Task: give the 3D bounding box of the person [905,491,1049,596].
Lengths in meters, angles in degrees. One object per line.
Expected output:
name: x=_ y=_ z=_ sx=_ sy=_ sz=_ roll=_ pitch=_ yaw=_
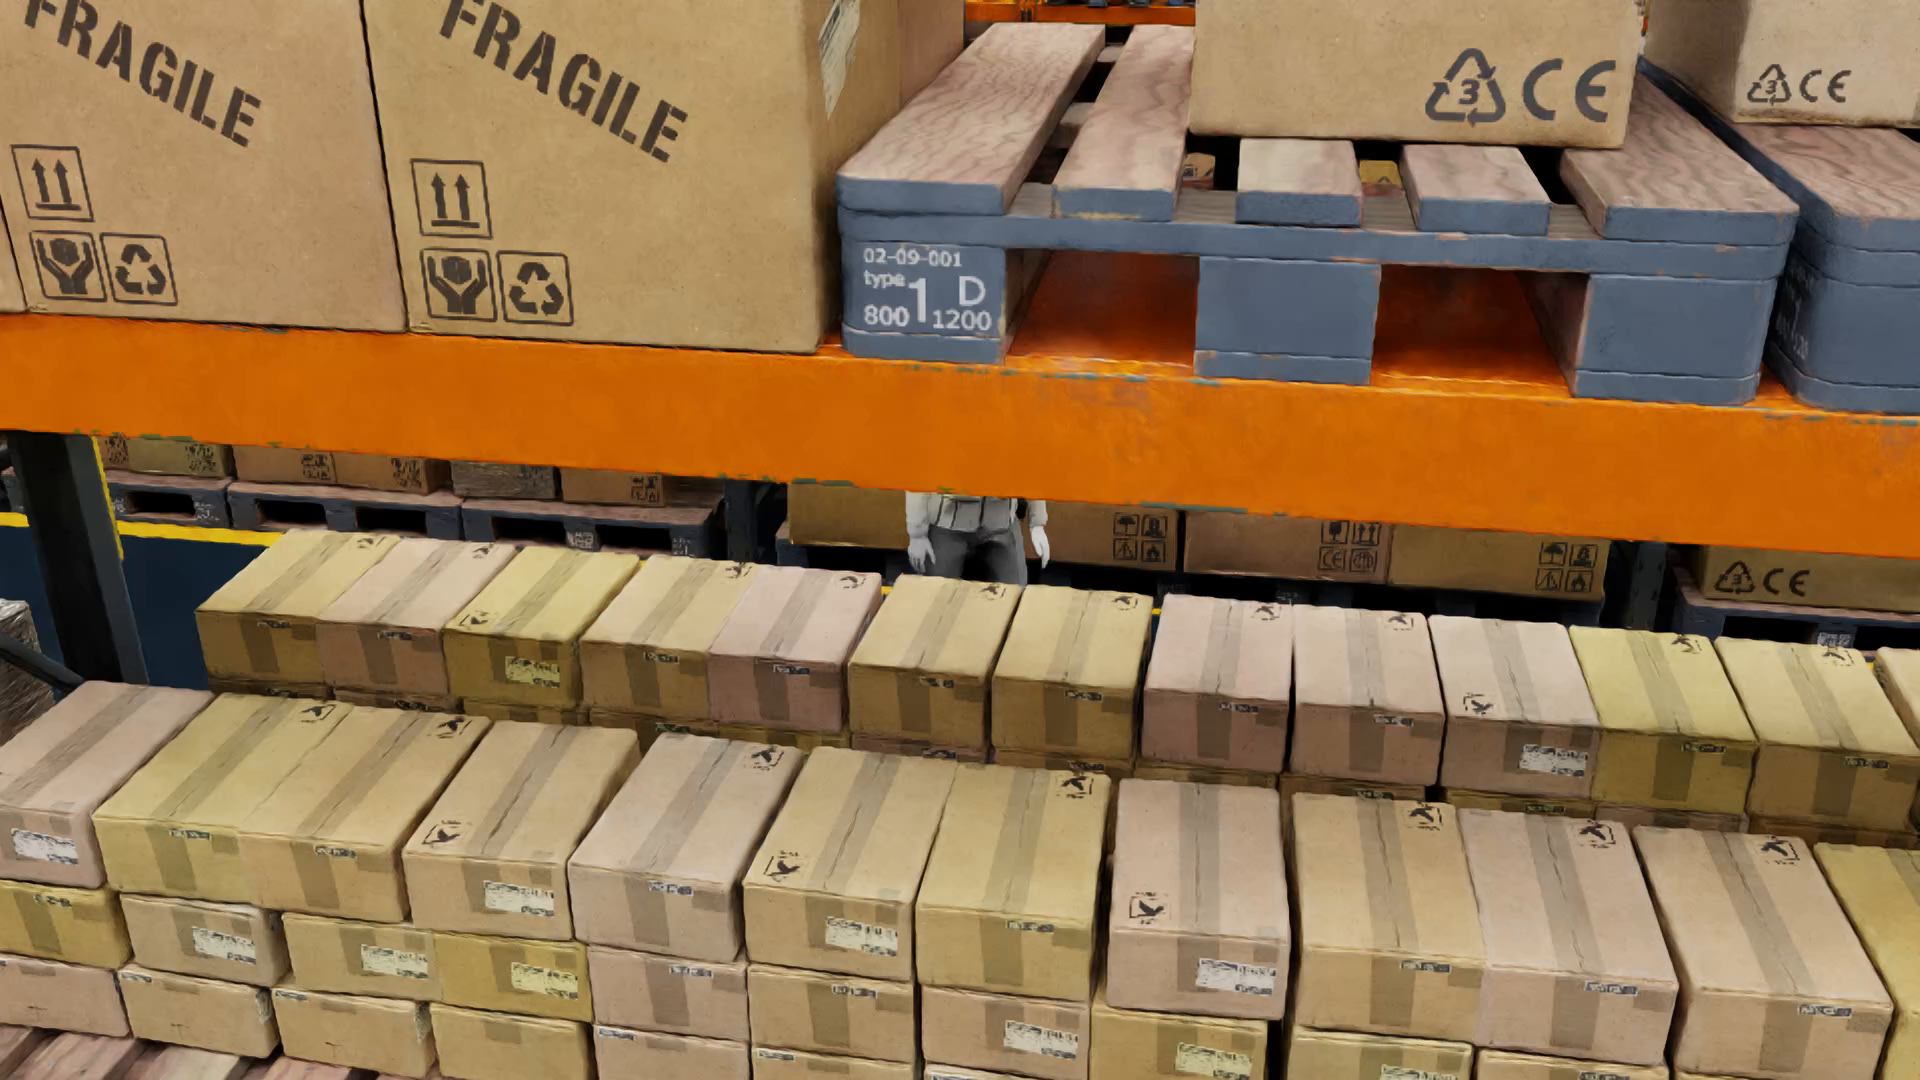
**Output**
person: x=0.042 y=-0.056 z=6.201 sx=0.552 sy=1.649 sz=0.438 roll=-6 pitch=26 yaw=-13
